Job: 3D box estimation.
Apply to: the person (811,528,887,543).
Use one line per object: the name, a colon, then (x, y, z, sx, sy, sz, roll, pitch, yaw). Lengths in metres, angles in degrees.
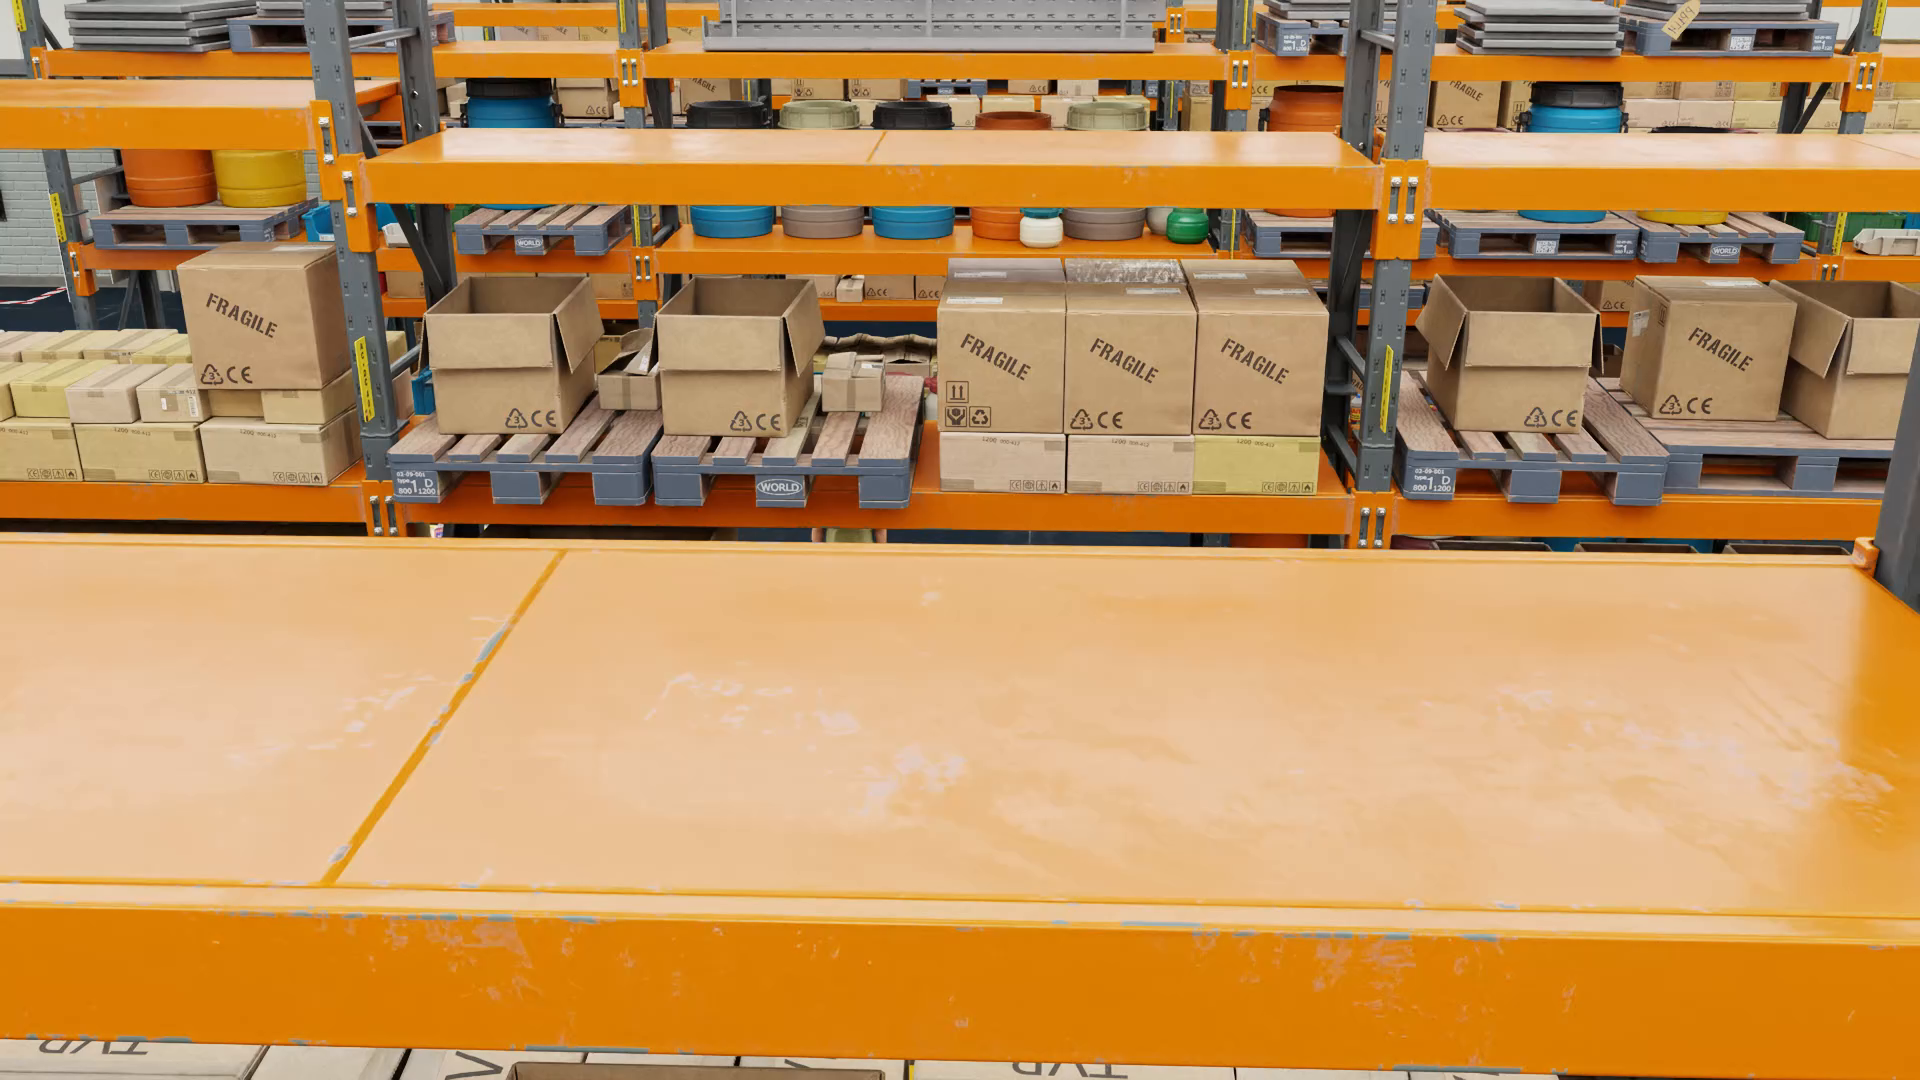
person: (-0.749, 0.181, 11.217, 0.514, 1.673, 0.354, 0, 21, 0)
